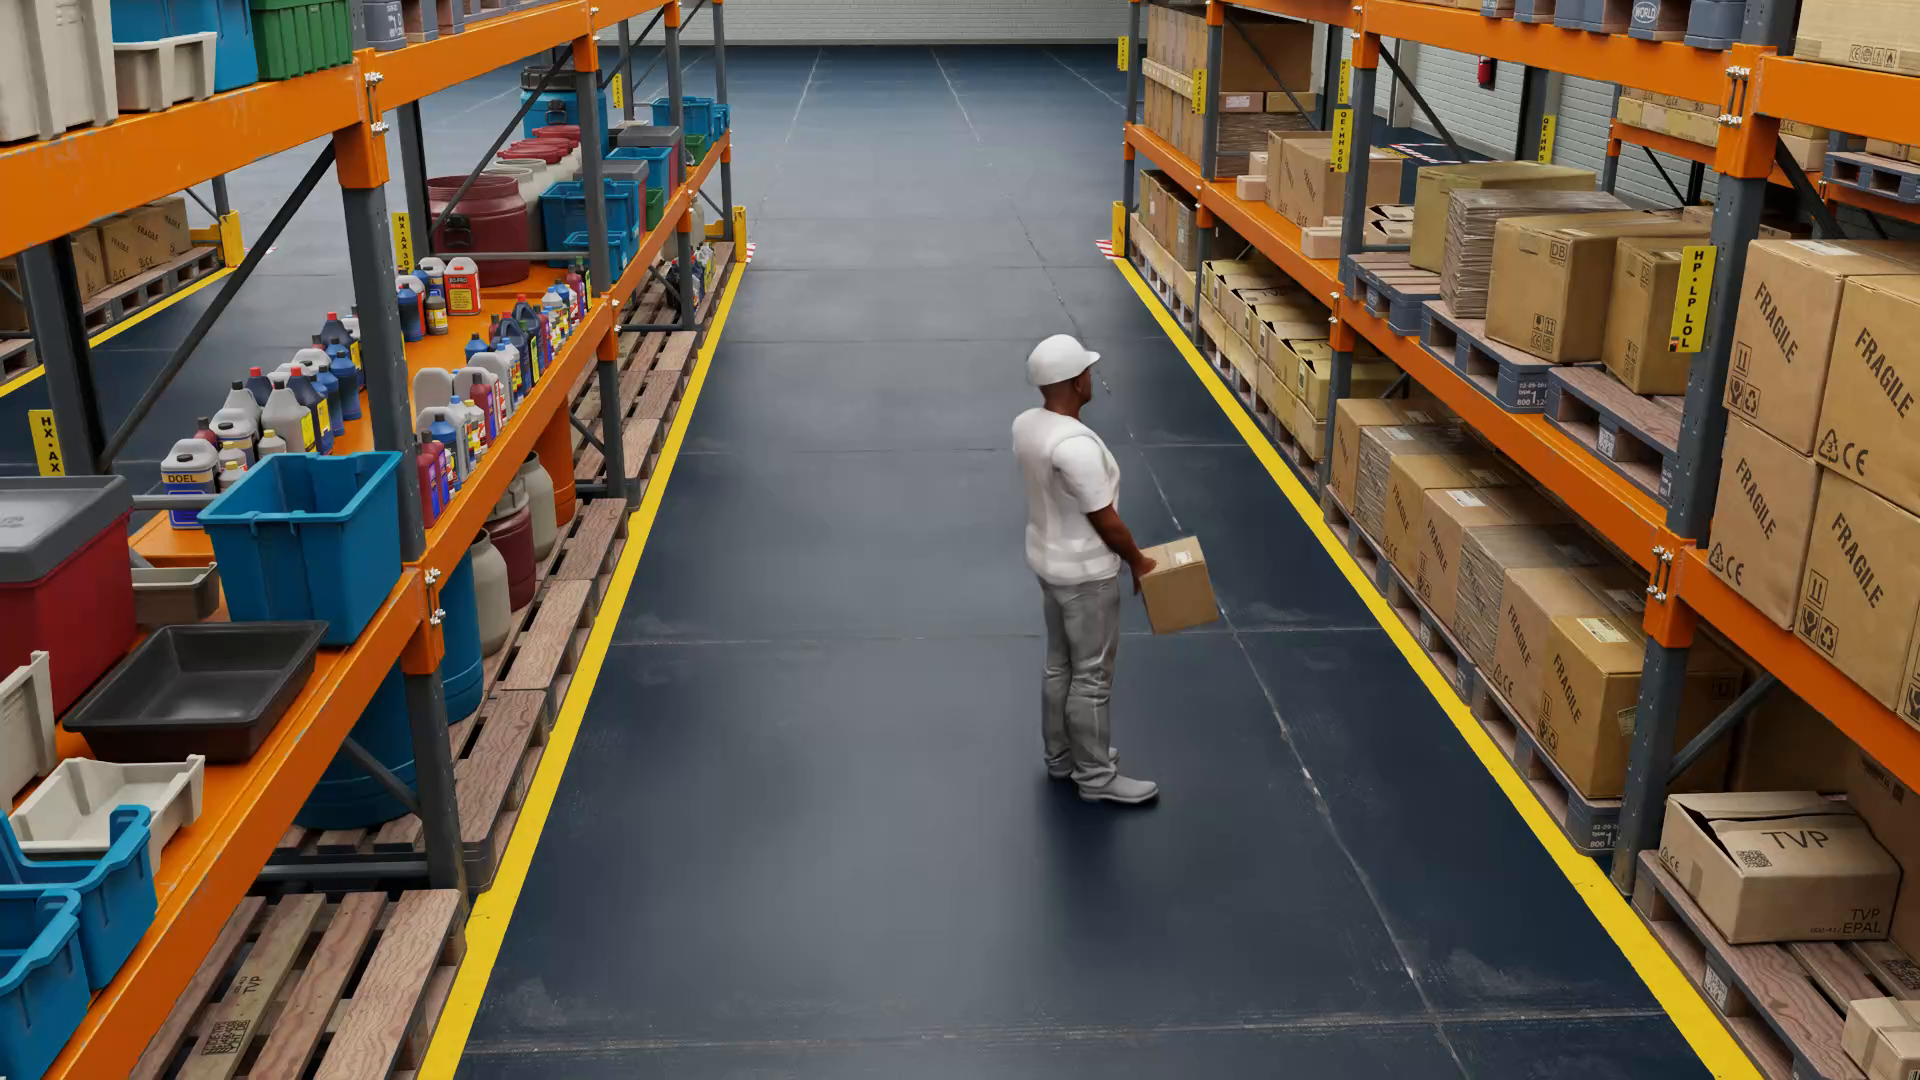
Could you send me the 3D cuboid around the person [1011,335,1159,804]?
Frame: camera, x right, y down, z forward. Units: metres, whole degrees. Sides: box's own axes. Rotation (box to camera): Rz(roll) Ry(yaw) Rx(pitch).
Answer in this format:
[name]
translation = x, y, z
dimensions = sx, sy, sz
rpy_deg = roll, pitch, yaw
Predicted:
[person]
translation = 0.475, 0.100, 6.248
dimensions = 0.496, 1.773, 0.583
rpy_deg = -7, 21, -18
